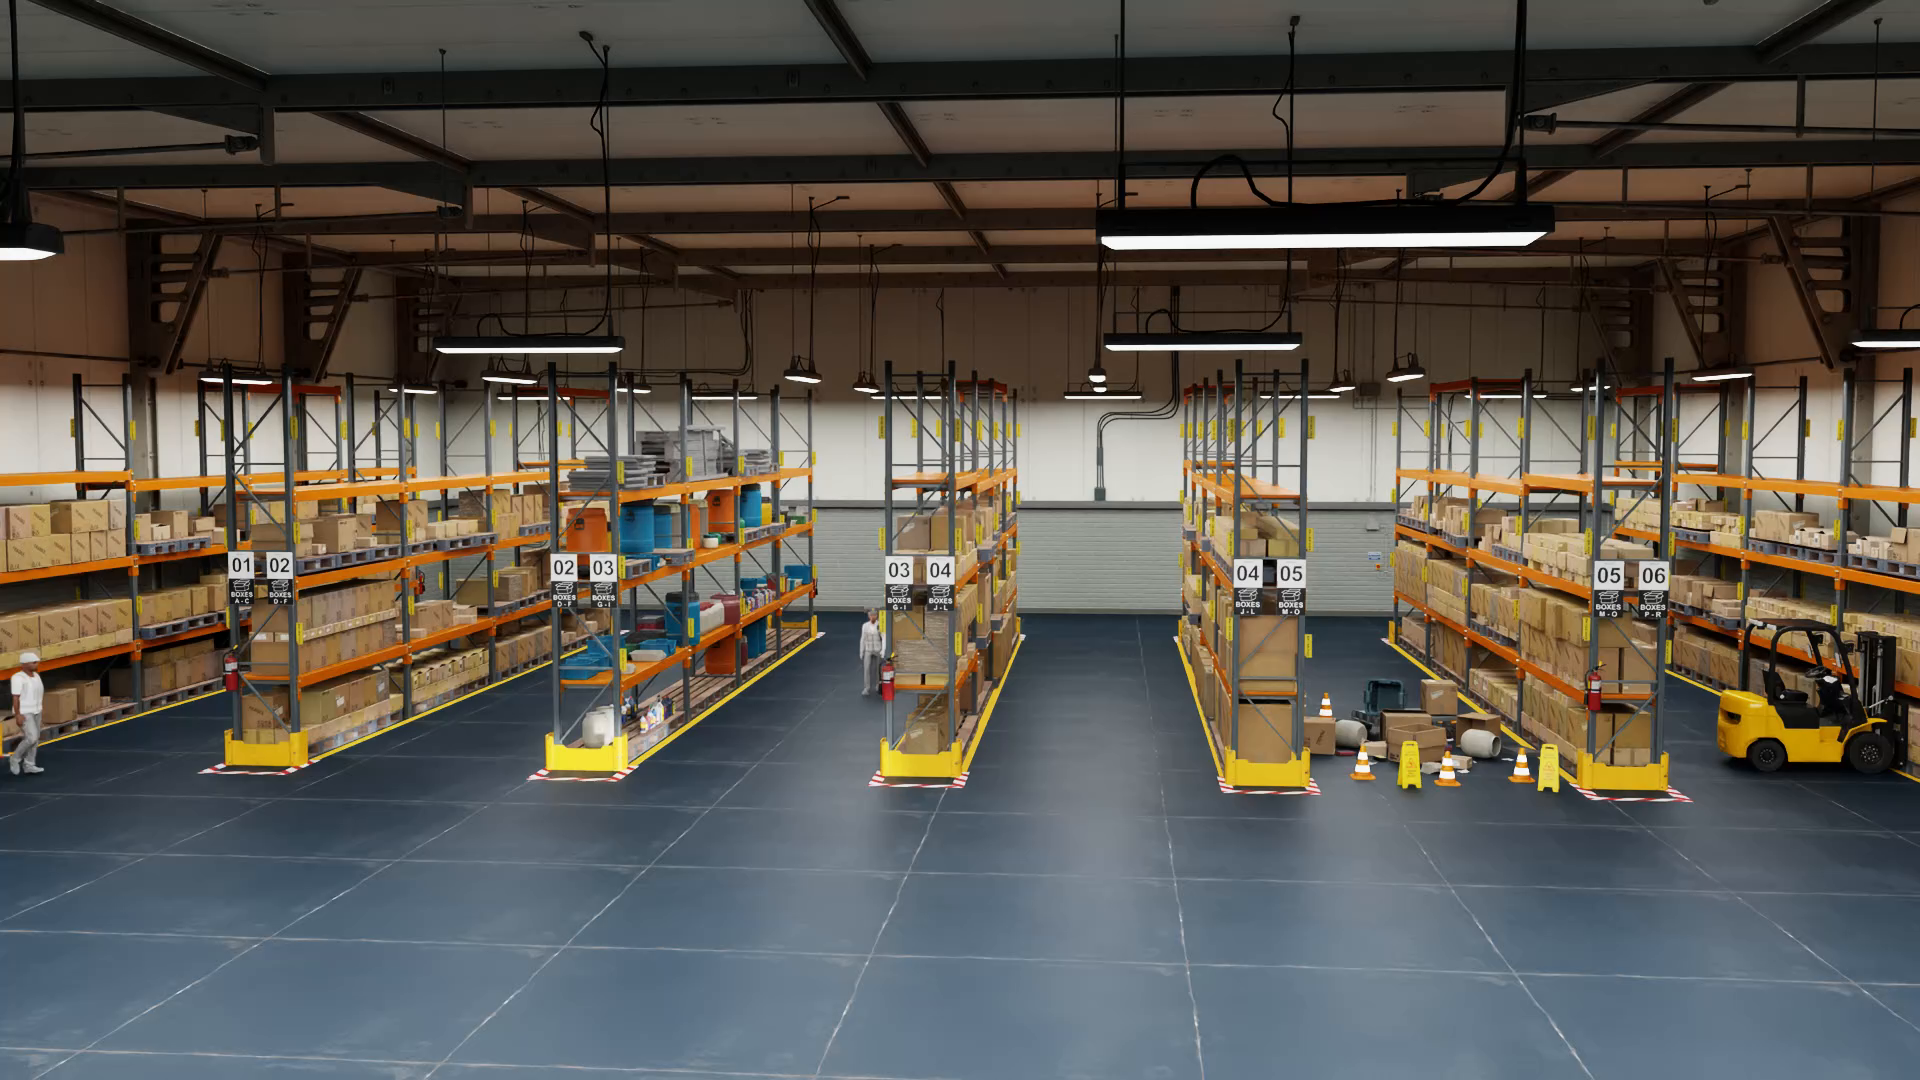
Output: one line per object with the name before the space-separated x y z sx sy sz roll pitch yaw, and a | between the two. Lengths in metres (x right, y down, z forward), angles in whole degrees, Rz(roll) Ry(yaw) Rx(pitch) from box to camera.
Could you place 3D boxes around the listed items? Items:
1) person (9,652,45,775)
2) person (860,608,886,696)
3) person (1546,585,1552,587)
person | -13.554 2.514 24.160 0.478 1.764 0.604 0 4 4
person | -1.644 2.088 31.481 0.531 1.615 1.038 0 4 0
person | 13.362 1.624 37.916 0.713 1.795 0.607 3 5 35
